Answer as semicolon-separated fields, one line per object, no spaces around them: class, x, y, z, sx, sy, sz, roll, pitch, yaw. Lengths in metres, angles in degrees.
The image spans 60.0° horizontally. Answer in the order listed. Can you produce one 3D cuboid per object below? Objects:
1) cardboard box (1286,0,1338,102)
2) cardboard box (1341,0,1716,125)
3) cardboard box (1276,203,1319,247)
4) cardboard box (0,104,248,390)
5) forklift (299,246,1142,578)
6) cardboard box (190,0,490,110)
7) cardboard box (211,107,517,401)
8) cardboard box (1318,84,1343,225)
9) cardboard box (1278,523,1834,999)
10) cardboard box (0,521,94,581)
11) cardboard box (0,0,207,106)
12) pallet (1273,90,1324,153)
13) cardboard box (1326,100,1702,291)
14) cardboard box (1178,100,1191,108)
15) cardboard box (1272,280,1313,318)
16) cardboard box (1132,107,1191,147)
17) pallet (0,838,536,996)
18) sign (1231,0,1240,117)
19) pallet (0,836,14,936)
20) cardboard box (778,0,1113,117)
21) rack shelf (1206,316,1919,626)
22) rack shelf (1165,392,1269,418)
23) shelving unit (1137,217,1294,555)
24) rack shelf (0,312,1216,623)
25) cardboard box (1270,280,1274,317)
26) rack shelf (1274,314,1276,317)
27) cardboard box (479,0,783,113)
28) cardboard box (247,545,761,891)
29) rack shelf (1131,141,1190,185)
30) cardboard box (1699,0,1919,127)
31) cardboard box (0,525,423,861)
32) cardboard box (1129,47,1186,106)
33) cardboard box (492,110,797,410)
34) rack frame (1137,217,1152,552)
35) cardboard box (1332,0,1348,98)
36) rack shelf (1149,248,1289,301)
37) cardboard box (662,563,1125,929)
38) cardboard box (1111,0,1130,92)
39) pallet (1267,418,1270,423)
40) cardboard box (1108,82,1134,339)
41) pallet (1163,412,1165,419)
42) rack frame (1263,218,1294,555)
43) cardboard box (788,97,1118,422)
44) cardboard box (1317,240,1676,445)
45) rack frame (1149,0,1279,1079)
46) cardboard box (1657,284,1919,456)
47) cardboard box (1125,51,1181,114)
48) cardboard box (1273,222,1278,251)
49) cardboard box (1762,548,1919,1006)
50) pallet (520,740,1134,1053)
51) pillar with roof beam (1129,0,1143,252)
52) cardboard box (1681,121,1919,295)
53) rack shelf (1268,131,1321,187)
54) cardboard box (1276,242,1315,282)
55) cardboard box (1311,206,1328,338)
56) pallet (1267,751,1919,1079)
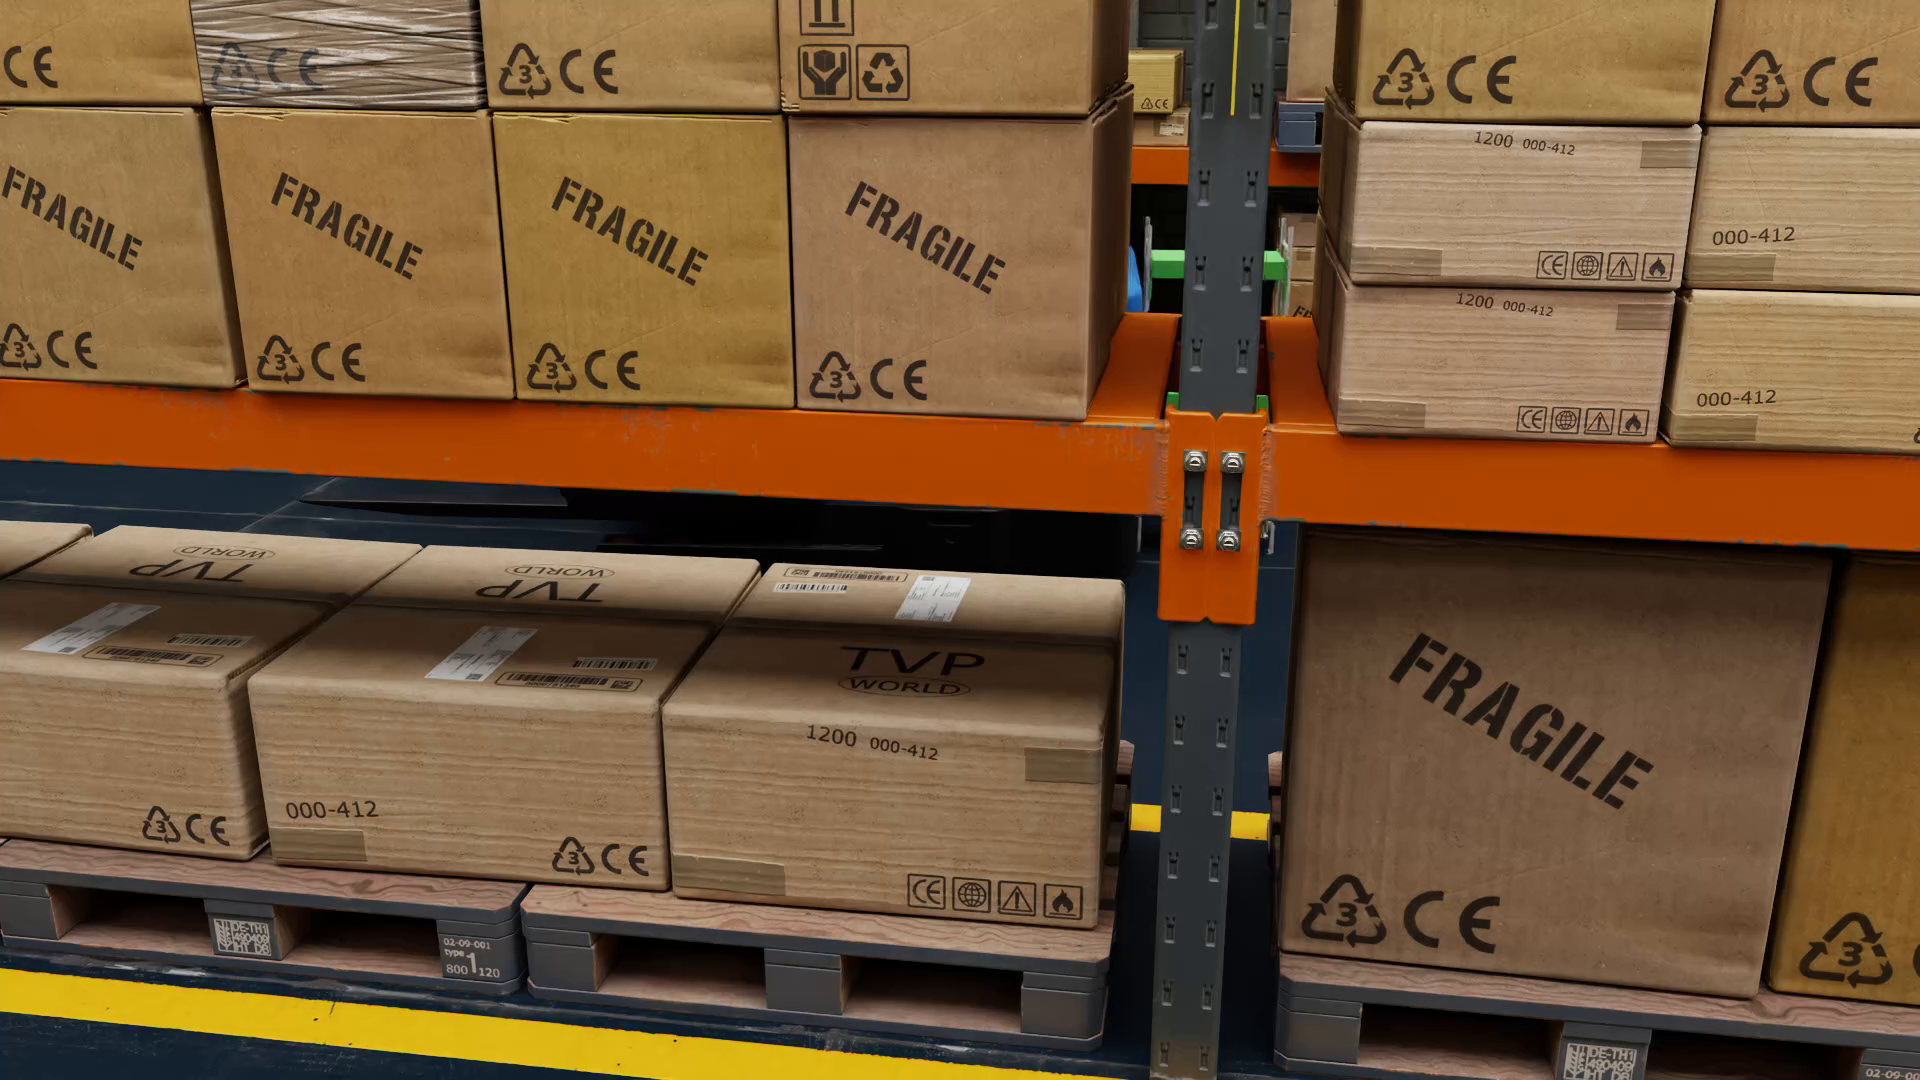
cardboard box;1.730;-2.241;7.455;0.500;0.500;0.700;3;19;10
cardboard box;0.894;-0.943;2.661;0.500;0.500;0.500;3;19;9
cardboard box;1.610;-1.469;7.753;0.250;0.149;0.380;3;19;8
cardboard box;-1.516;-0.601;3.213;0.500;0.500;0.500;4;19;10
forklift;-0.867;-1.394;5.849;3.031;2.935;1.130;1;19;4
cardboard box;-1.009;-1.043;2.961;0.500;0.500;0.500;3;19;9
cardboard box;-1.001;-0.569;3.120;0.500;0.500;0.500;3;19;8
cardboard box;0.979;-0.754;3.277;0.500;0.250;0.500;3;19;9
cardboard box;1.130;0.281;3.423;0.875;0.875;0.875;4;19;10
cardboard box;-2.777;0.283;4.107;0.875;0.438;0.875;2;19;7
cardboard box;-1.503;-1.071;3.044;0.500;0.500;0.500;3;19;9
pallet;2.060;-1.924;7.628;1.213;0.211;1.003;3;19;9
cardboard box;0.894;-0.589;2.786;0.500;0.250;0.500;2;19;7
cardboard box;1.000;-2.073;8.166;0.250;0.149;0.380;3;19;9
cardboard box;1.730;-1.008;7.866;0.500;0.500;0.500;4;19;11
cardboard box;0.933;-1.907;7.671;0.250;0.149;0.380;3;19;9
pallet;-1.442;0.665;3.983;1.213;0.211;1.003;3;19;9
sign;0.418;-0.808;2.502;0.005;0.325;0.100;3;19;9
pallet;-2.643;0.603;4.168;1.213;0.211;1.003;3;19;9
cardboard box;-0.005;-0.993;2.809;0.500;0.500;0.500;3;19;8
rack shelf;2.479;-0.092;2.985;4.000;0.370;1.077;3;19;9
rack shelf;0.914;-0.498;6.102;0.480;0.148;0.258;1;19;4
shelving unit;0.914;-0.558;6.081;0.503;1.200;0.258;1;19;4
rack shelf;-1.470;-0.293;3.586;4.000;0.370;1.077;3;19;9
cardboard box;1.820;-1.171;8.353;0.500;0.500;0.500;3;19;8
rack shelf;0.914;-0.725;6.025;0.480;0.148;0.258;1;19;4
cardboard box;-0.505;-1.021;2.893;0.500;0.500;0.500;3;19;8
cardboard box;-0.982;0.372;3.840;0.875;0.438;0.875;2;19;7
rack shelf;-0.686;-1.849;8.234;4.000;0.370;1.077;3;19;9
cardboard box;1.400;-0.926;2.611;0.500;0.500;0.500;3;19;8
cardboard box;-1.872;0.326;3.977;0.875;0.438;0.875;3;19;10
cardboard box;0.842;-2.269;8.123;0.500;0.250;0.500;3;19;8
cardboard box;-0.503;-0.549;3.058;0.500;0.500;0.500;2;19;7
rack frame;0.671;-0.564;6.098;0.015;1.200;0.240;1;19;4
cardboard box;0.986;-1.112;3.165;0.500;0.500;0.500;4;19;10
rack shelf;0.914;-0.953;5.949;0.480;0.148;0.258;1;19;4
cardboard box;-0.098;0.417;3.706;0.875;0.438;0.875;3;19;8
cardboard box;0.073;-1.155;3.295;0.500;0.500;0.500;3;19;9
pallet;2.097;-0.738;8.175;1.213;0.211;1.003;3;19;9
cardboard box;0.083;-0.687;3.471;0.500;0.500;0.500;4;19;10
pallet;0.610;-0.801;8.366;1.213;0.211;1.003;3;19;9
rack frame;1.158;-0.553;6.065;0.015;1.200;0.240;1;19;4
cardboard box;0.006;-0.525;2.986;0.500;0.500;0.500;3;19;9
cardboard box;0.897;-0.358;2.882;0.500;0.250;0.500;2;19;7
rack frame;0.505;-0.534;3.171;0.127;3.000;1.000;3;19;9
cardboard box;1.408;-0.332;2.805;0.500;0.250;0.500;2;19;7
cardboard box;0.747;-2.108;7.644;0.500;0.250;0.500;3;19;10
cardboard box;1.697;-1.482;8.261;0.250;0.149;0.380;2;19;6
cardboard box;2.023;0.324;3.295;0.875;0.875;0.875;3;19;10
pallet;-0.234;0.726;3.801;1.213;0.211;1.003;3;19;9
pillar with roof beam;0.061;-3.903;3.785;0.400;9.000;9.100;3;19;9
cardboard box;1.414;-0.572;2.733;0.500;0.250;0.500;3;19;10
rack shelf;3.263;-1.647;7.633;4.000;0.370;1.077;3;19;9
cardboard box;1.600;-1.309;7.743;0.250;0.149;0.380;4;19;11
cardboard box;0.988;-0.519;3.364;0.500;0.250;0.500;2;19;7
pallet;1.278;0.804;3.568;1.213;0.211;1.003;3;19;9
